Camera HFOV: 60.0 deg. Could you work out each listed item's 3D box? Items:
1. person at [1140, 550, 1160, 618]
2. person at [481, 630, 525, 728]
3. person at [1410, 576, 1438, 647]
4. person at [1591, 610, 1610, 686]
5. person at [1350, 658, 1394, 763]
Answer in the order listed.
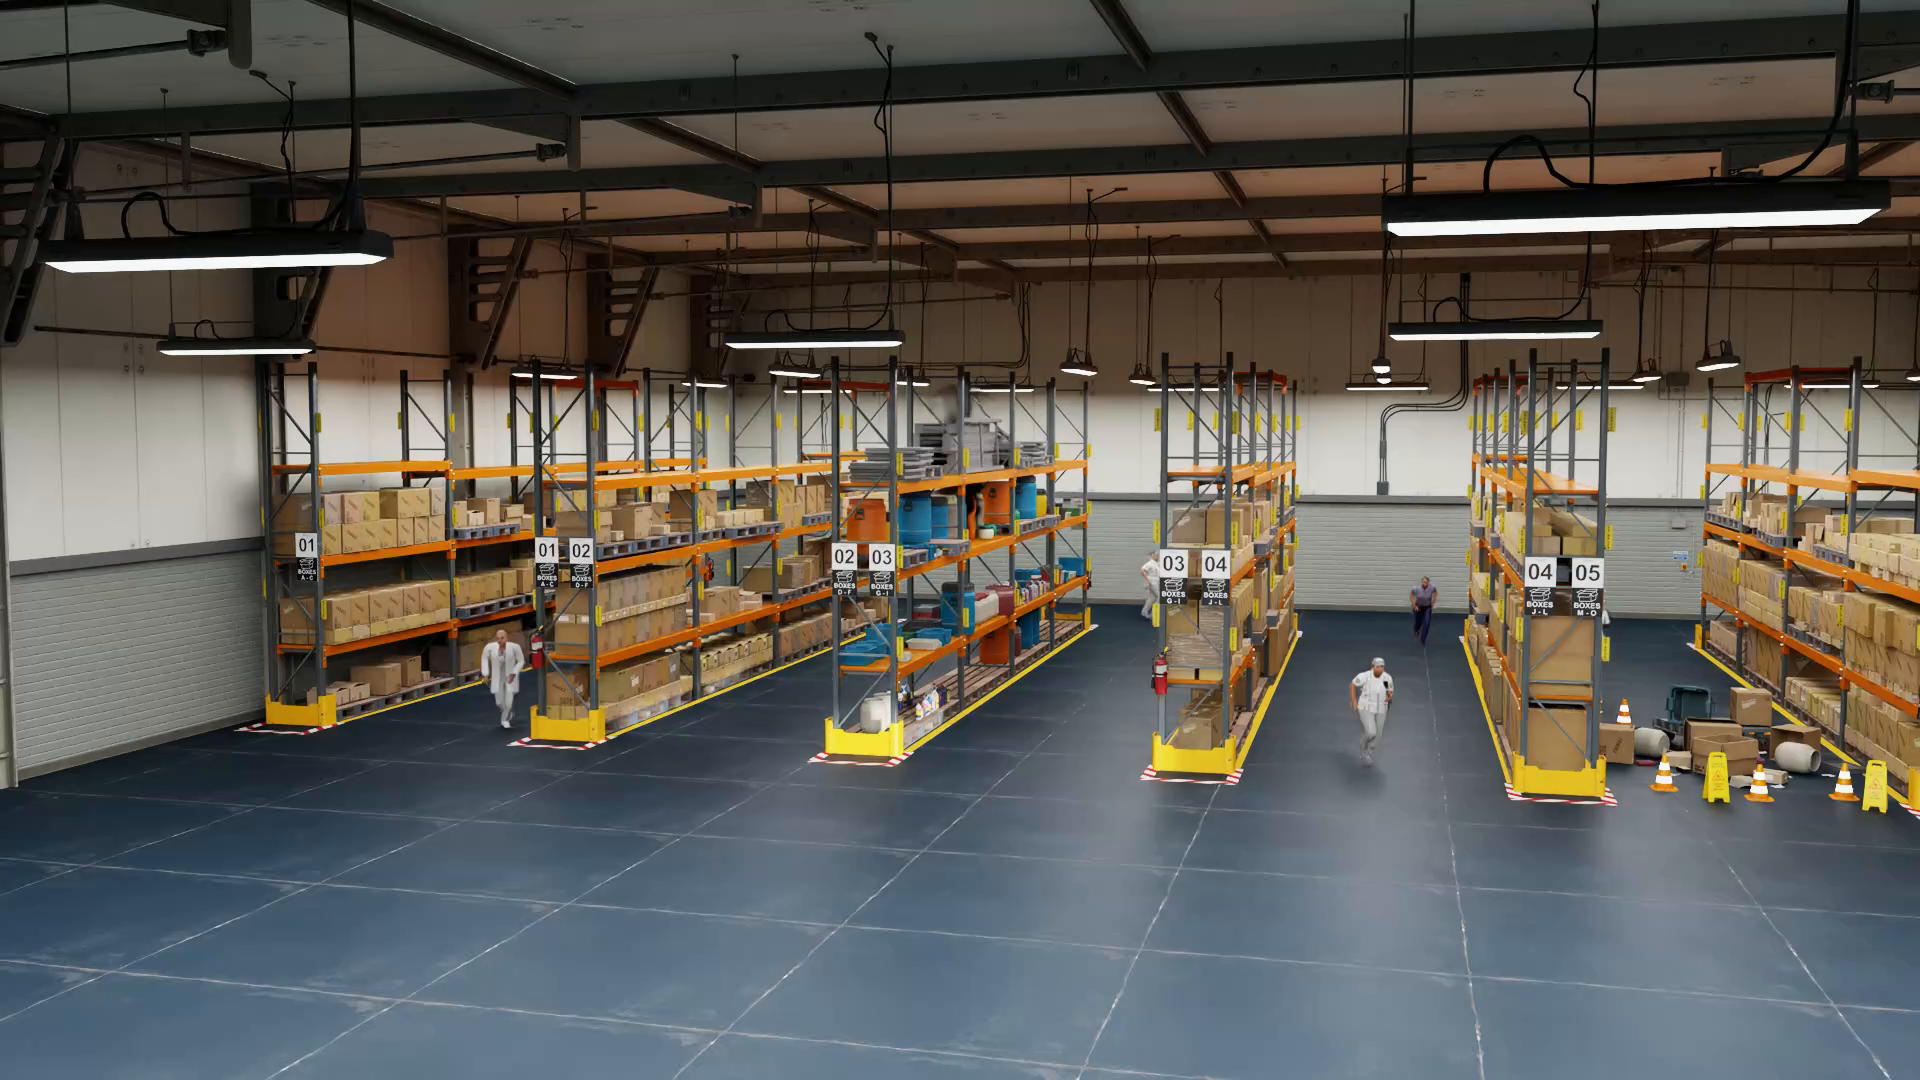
[{"bbox_3d":[4.936,1.164,42.137,0.778,1.853,0.626,1,4,20],"label":"person"},{"bbox_3d":[-7.497,2.269,27.315,0.707,1.625,0.781,0,4,-6],"label":"person"},{"bbox_3d":[10.468,1.594,37.654,0.615,1.609,0.895,0,4,2],"label":"person"},{"bbox_3d":[11.896,1.909,31.327,0.679,1.816,0.807,1,4,12],"label":"person"},{"bbox_3d":[6.020,2.489,24.176,0.564,1.581,0.685,-1,4,-11],"label":"person"}]
